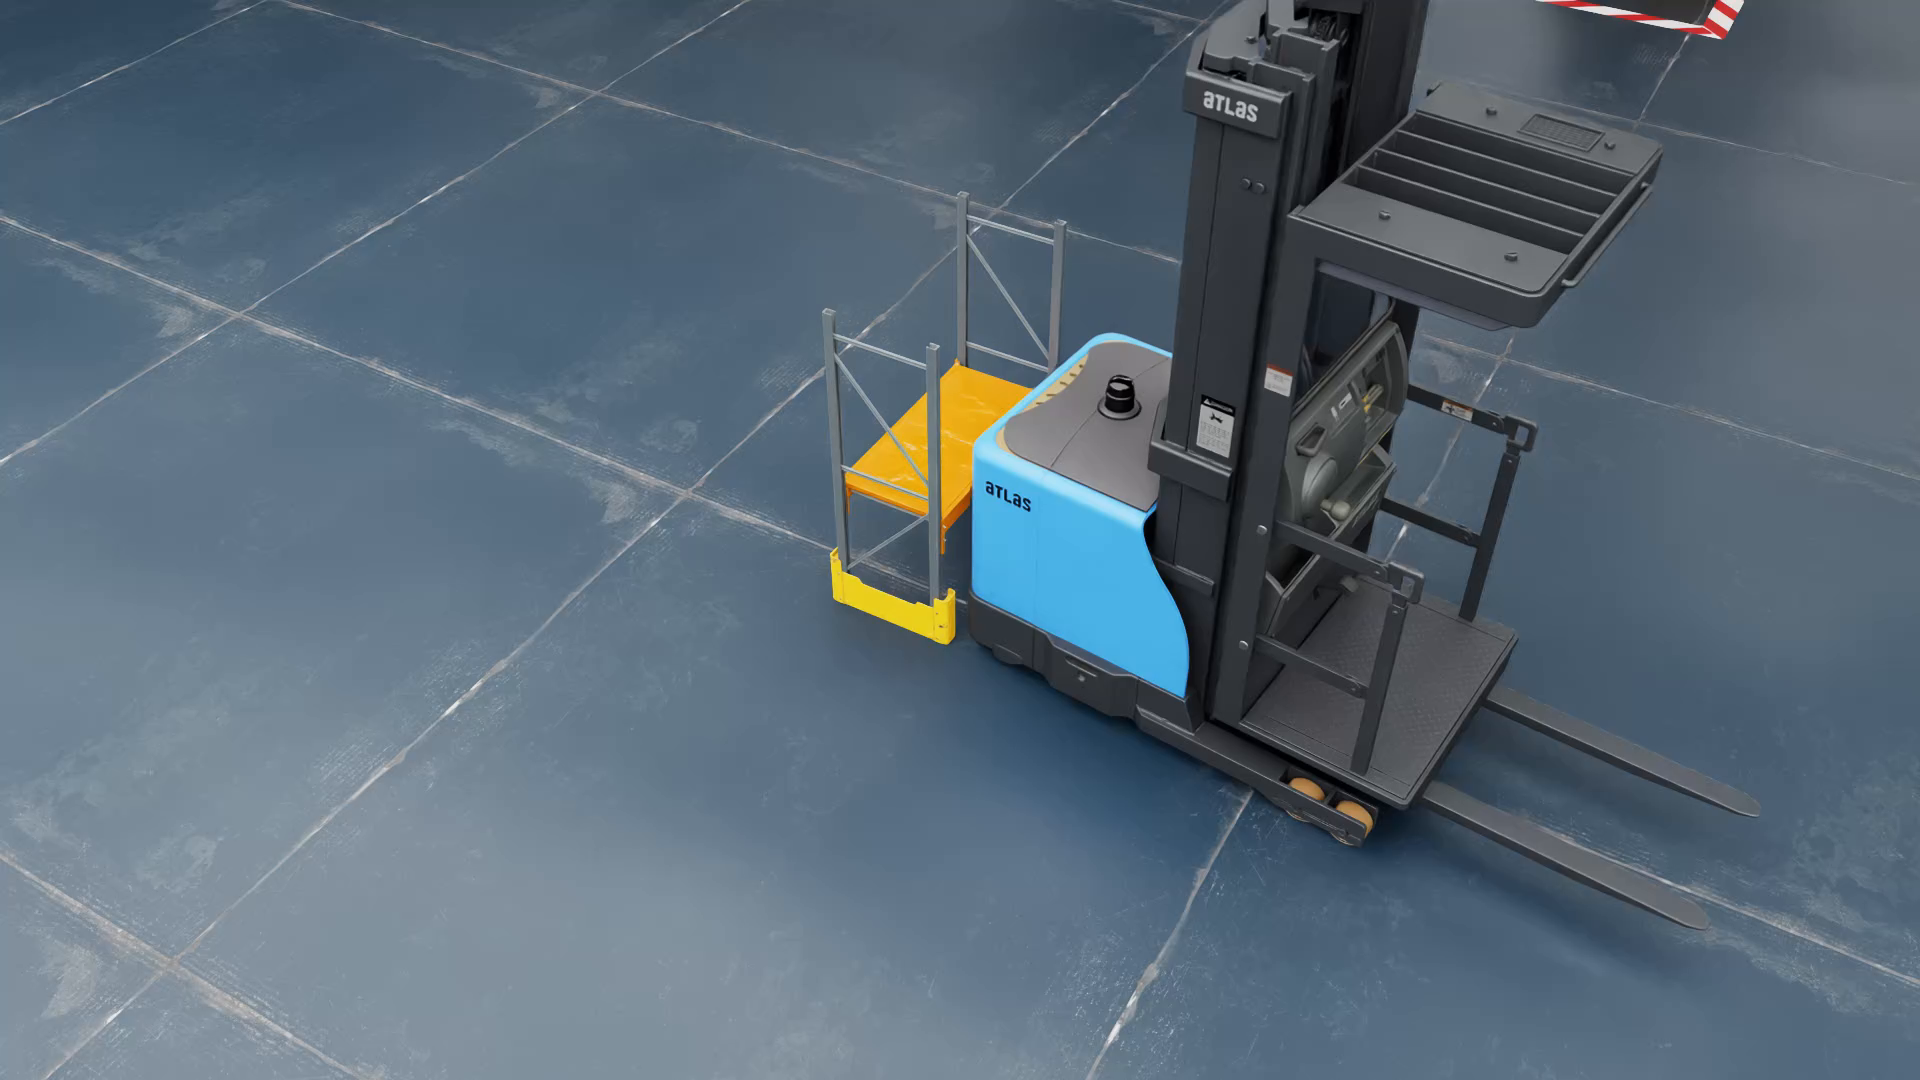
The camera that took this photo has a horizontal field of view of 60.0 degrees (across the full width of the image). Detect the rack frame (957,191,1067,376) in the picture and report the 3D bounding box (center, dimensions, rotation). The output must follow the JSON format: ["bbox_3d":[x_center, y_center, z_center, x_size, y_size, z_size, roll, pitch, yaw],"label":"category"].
[{"bbox_3d":[0.212,-0.805,7.345,0.500,1.500,0.032,21,45,22],"label":"rack frame"}]

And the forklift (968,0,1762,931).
[{"bbox_3d":[1.527,-0.356,5.752,3.031,2.935,1.130,25,47,26],"label":"forklift"}]

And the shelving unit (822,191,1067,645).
[{"bbox_3d":[-0.038,-0.519,7.020,0.587,1.500,1.083,21,45,22],"label":"shelving unit"}]

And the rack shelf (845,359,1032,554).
[{"bbox_3d":[-0.043,-0.379,7.133,0.538,0.185,1.000,21,45,22],"label":"rack shelf"}]

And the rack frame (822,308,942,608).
[{"bbox_3d":[-0.297,-0.223,6.684,0.500,1.500,0.032,21,45,22],"label":"rack frame"}]

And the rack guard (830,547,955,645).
[{"bbox_3d":[-0.287,0.235,7.110,0.587,0.250,0.087,21,45,22],"label":"rack guard"}]
